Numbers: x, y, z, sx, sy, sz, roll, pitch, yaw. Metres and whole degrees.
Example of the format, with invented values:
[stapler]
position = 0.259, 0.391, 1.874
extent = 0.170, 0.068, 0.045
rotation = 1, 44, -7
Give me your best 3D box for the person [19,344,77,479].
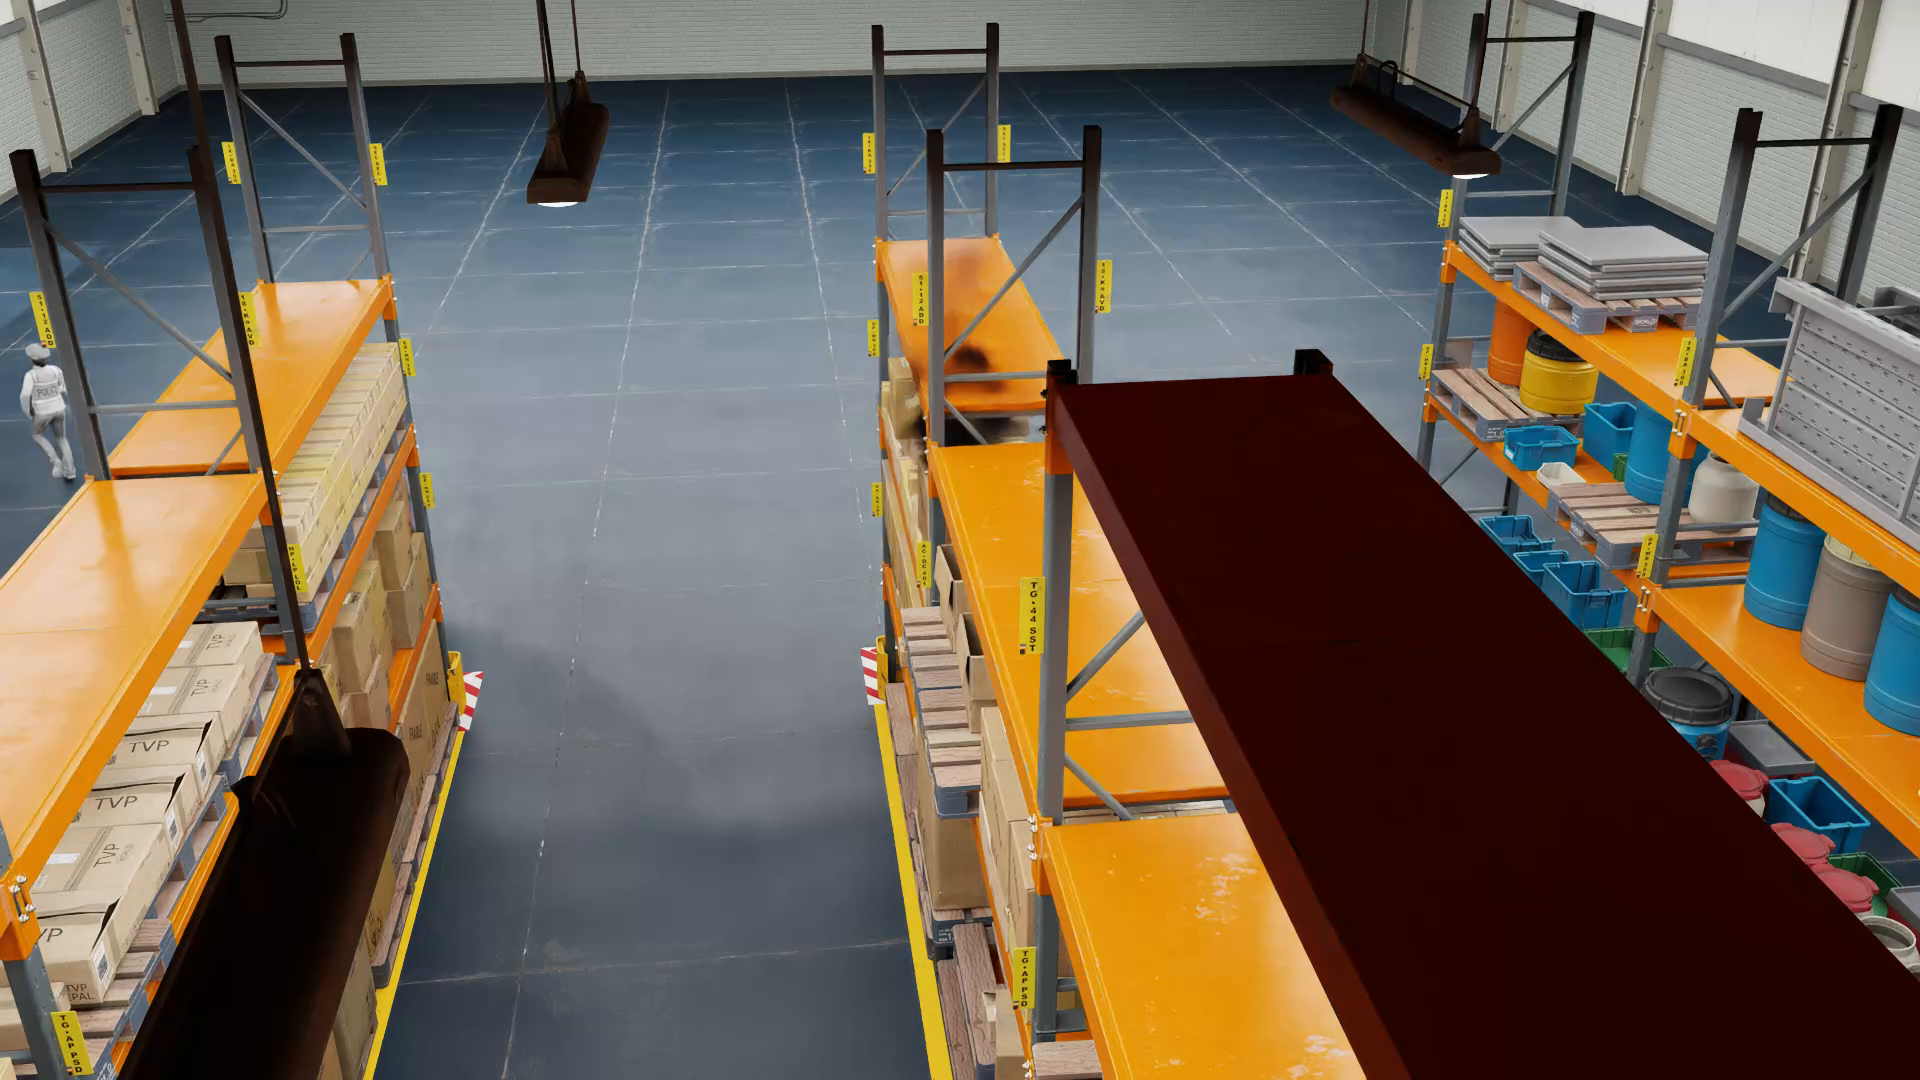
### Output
[person]
position = -10.849, -1.532, 19.760
extent = 0.562, 1.669, 0.671
rotation = 19, 32, 35
